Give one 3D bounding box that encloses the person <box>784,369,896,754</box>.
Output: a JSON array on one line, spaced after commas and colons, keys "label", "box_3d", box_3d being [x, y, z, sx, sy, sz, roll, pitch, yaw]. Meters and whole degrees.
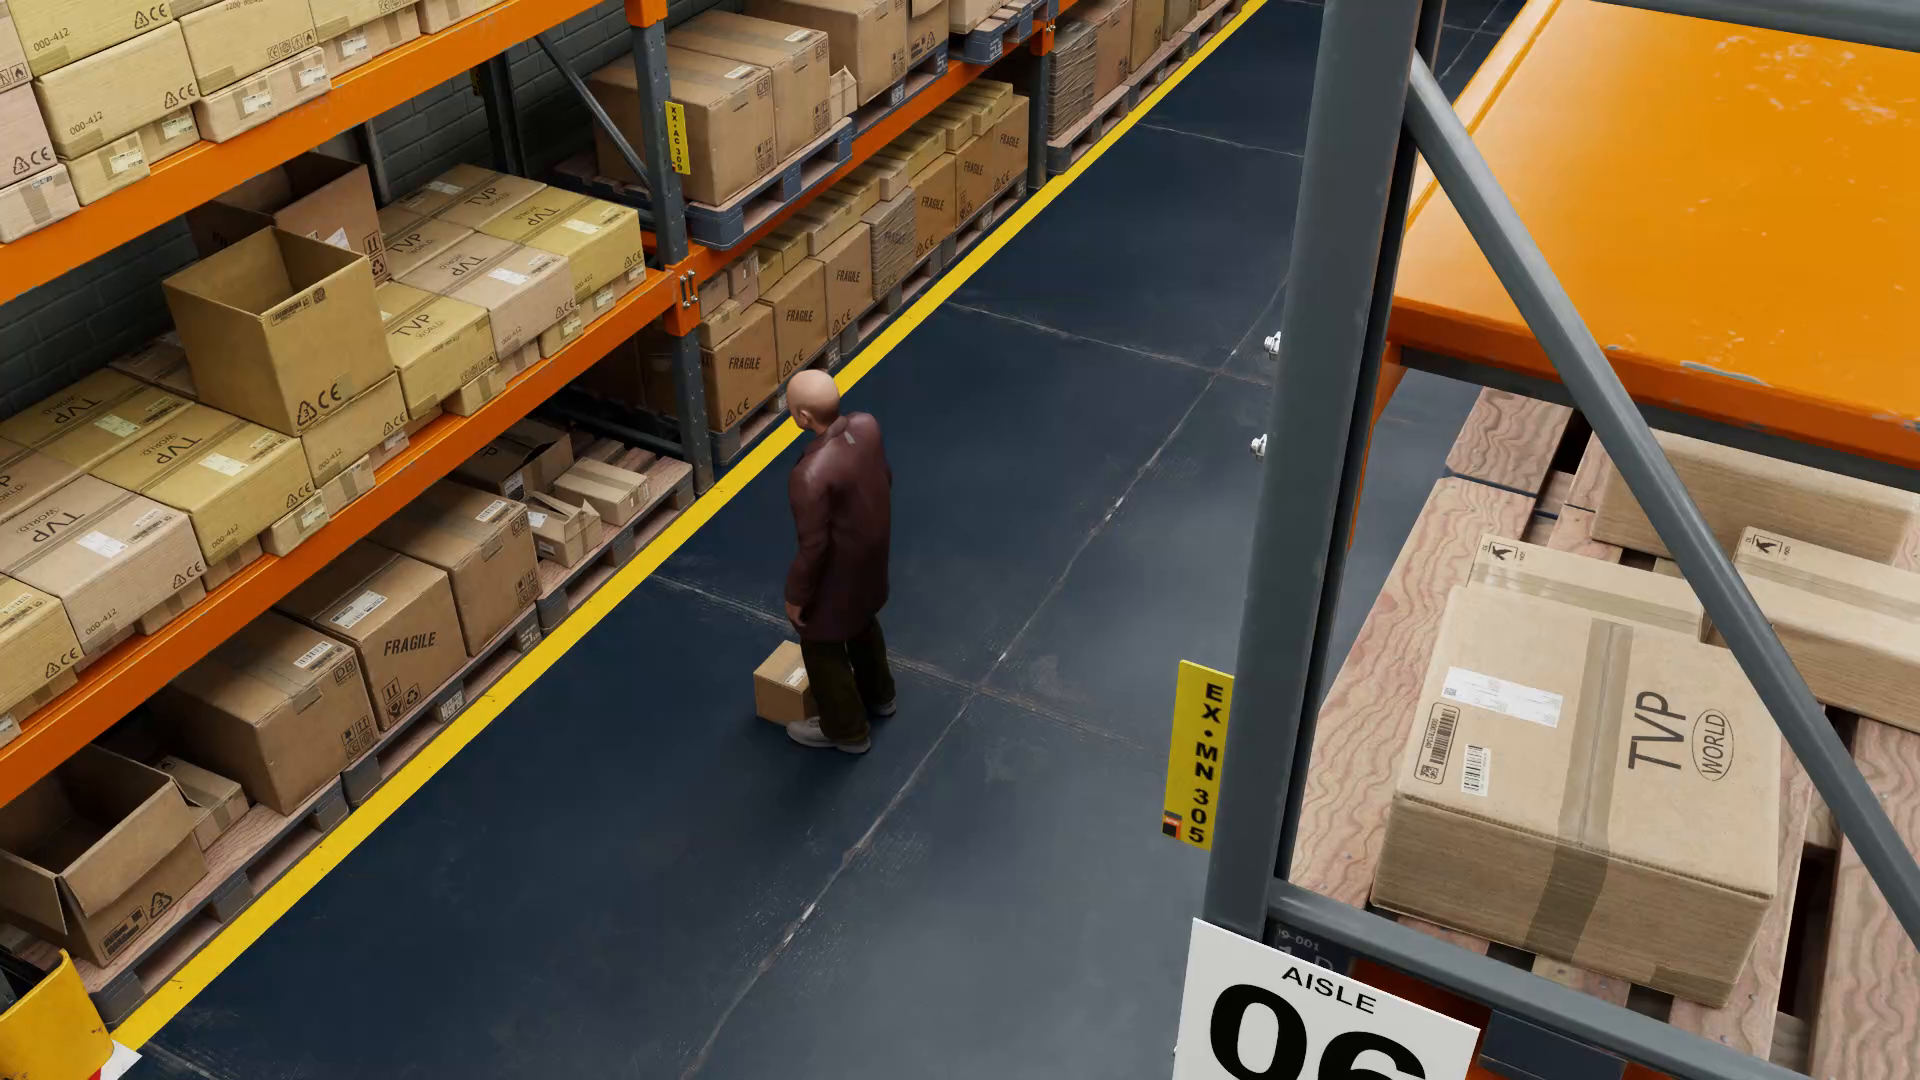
[{"label": "person", "box_3d": [-0.490, 0.093, 6.640, 0.421, 1.774, 0.642, 18, 41, 21]}]
